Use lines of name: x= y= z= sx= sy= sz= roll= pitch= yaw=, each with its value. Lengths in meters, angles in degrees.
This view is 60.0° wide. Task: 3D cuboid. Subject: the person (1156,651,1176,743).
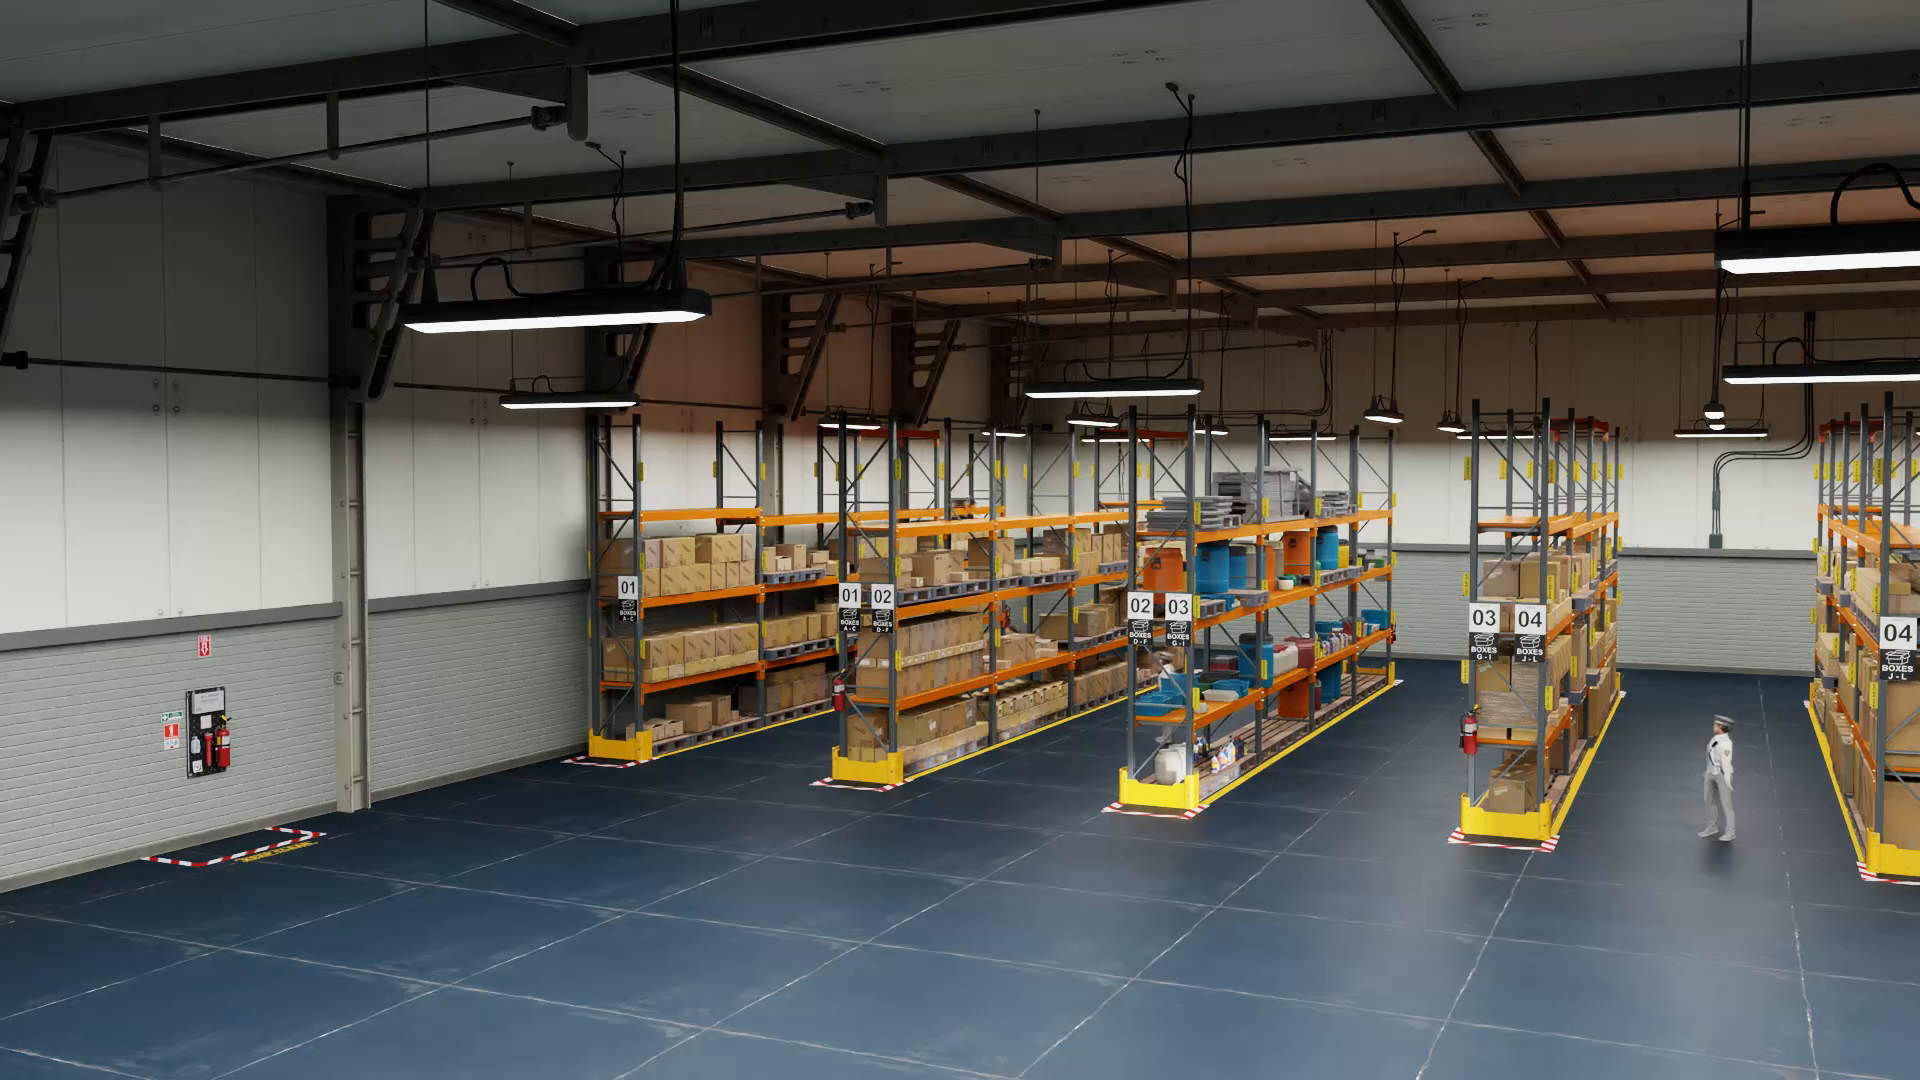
person: x=3.806 y=2.890 z=30.717 sx=0.391 sy=1.684 sz=0.496 roll=1 pitch=2 yaw=14

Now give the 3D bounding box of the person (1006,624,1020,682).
person: x=1.141 y=2.668 z=36.336 sx=0.378 sy=1.676 sz=0.527 roll=0 pitch=2 yaw=9

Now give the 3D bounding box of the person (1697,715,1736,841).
person: x=10.306 y=3.234 z=22.651 sx=0.404 sy=1.721 sz=0.616 roll=0 pitch=2 yaw=-4
